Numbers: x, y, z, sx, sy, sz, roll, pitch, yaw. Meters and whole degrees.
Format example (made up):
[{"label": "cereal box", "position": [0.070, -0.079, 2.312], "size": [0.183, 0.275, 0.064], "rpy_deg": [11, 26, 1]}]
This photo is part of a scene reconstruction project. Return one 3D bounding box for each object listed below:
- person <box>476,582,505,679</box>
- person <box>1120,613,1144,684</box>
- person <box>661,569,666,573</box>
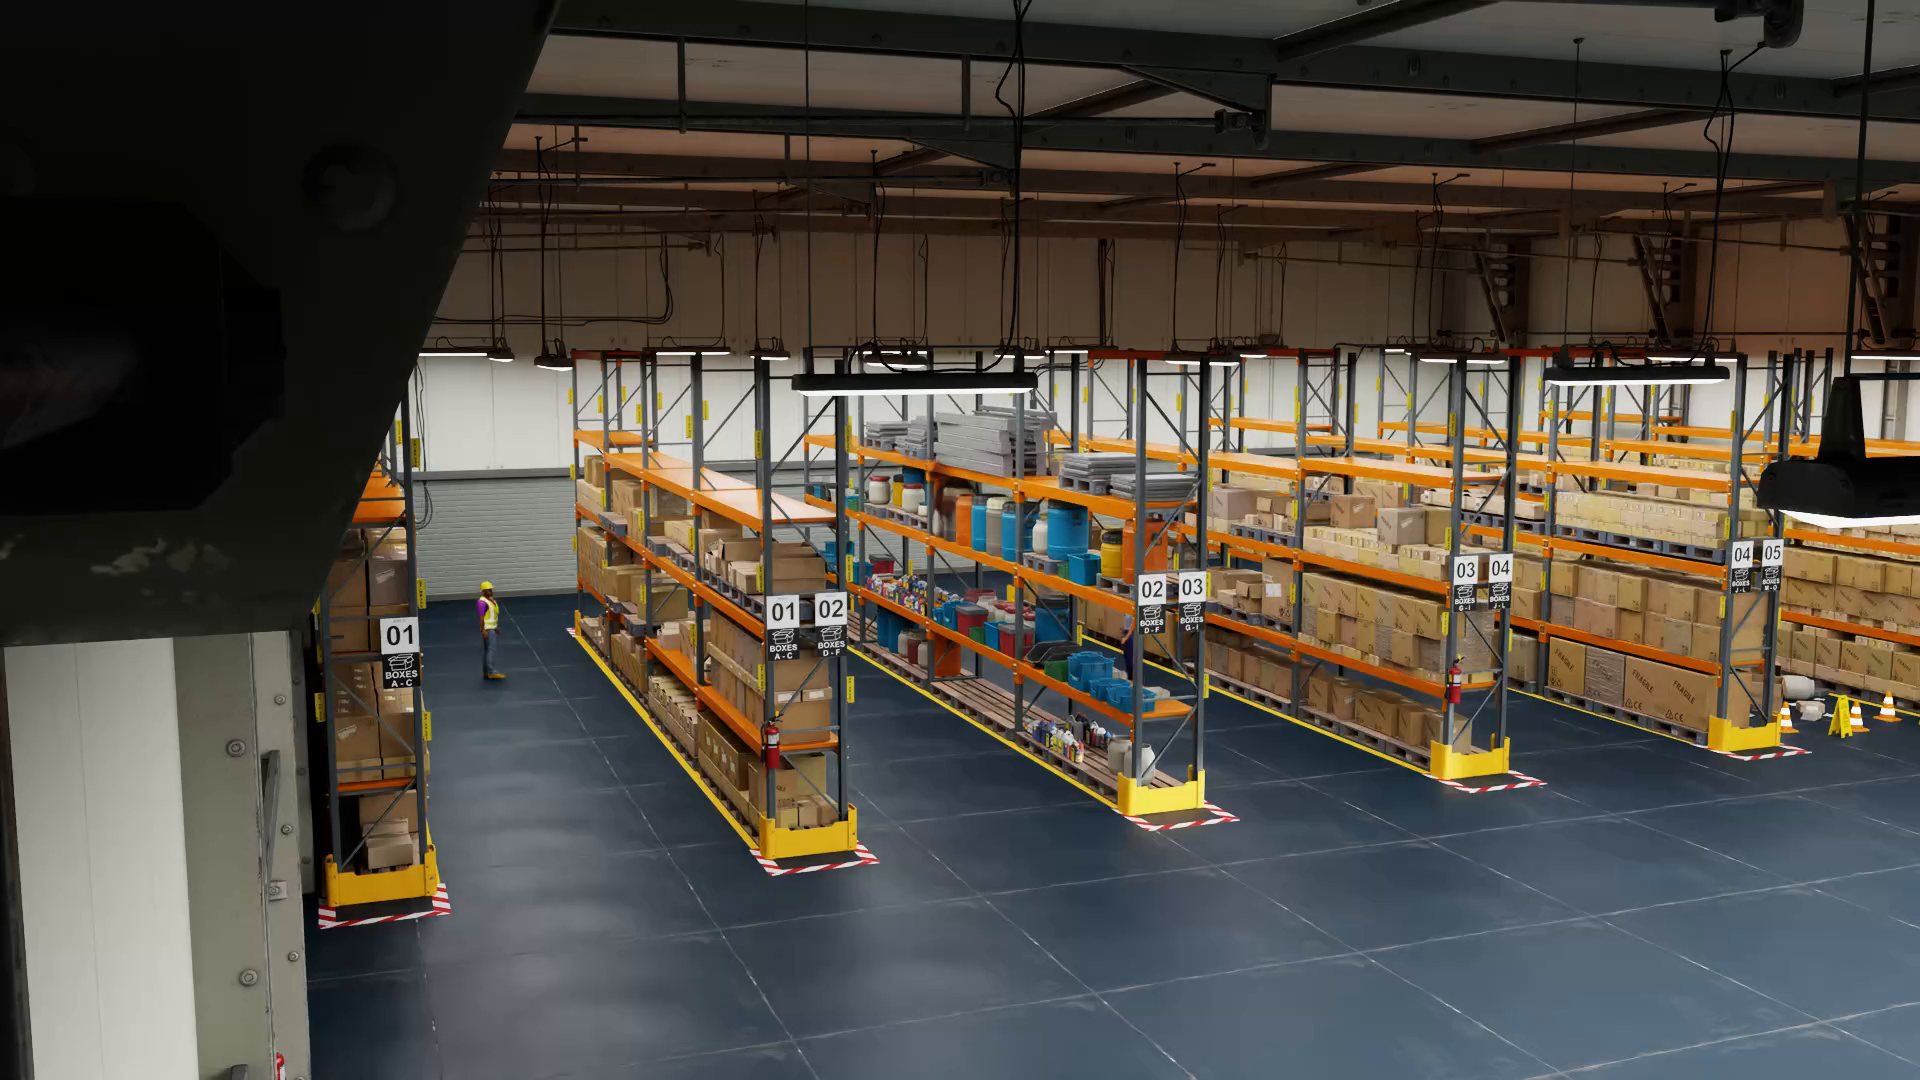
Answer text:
[{"label": "person", "position": [-8.665, 1.646, 30.698], "size": [0.473, 1.770, 0.597], "rpy_deg": [-2, 7, -12]}, {"label": "person", "position": [3.099, 1.837, 30.001], "size": [0.520, 1.687, 0.550], "rpy_deg": [3, 8, 26]}, {"label": "person", "position": [-6.624, 0.893, 36.871], "size": [0.551, 1.731, 1.032], "rpy_deg": [-3, 8, -20]}]
